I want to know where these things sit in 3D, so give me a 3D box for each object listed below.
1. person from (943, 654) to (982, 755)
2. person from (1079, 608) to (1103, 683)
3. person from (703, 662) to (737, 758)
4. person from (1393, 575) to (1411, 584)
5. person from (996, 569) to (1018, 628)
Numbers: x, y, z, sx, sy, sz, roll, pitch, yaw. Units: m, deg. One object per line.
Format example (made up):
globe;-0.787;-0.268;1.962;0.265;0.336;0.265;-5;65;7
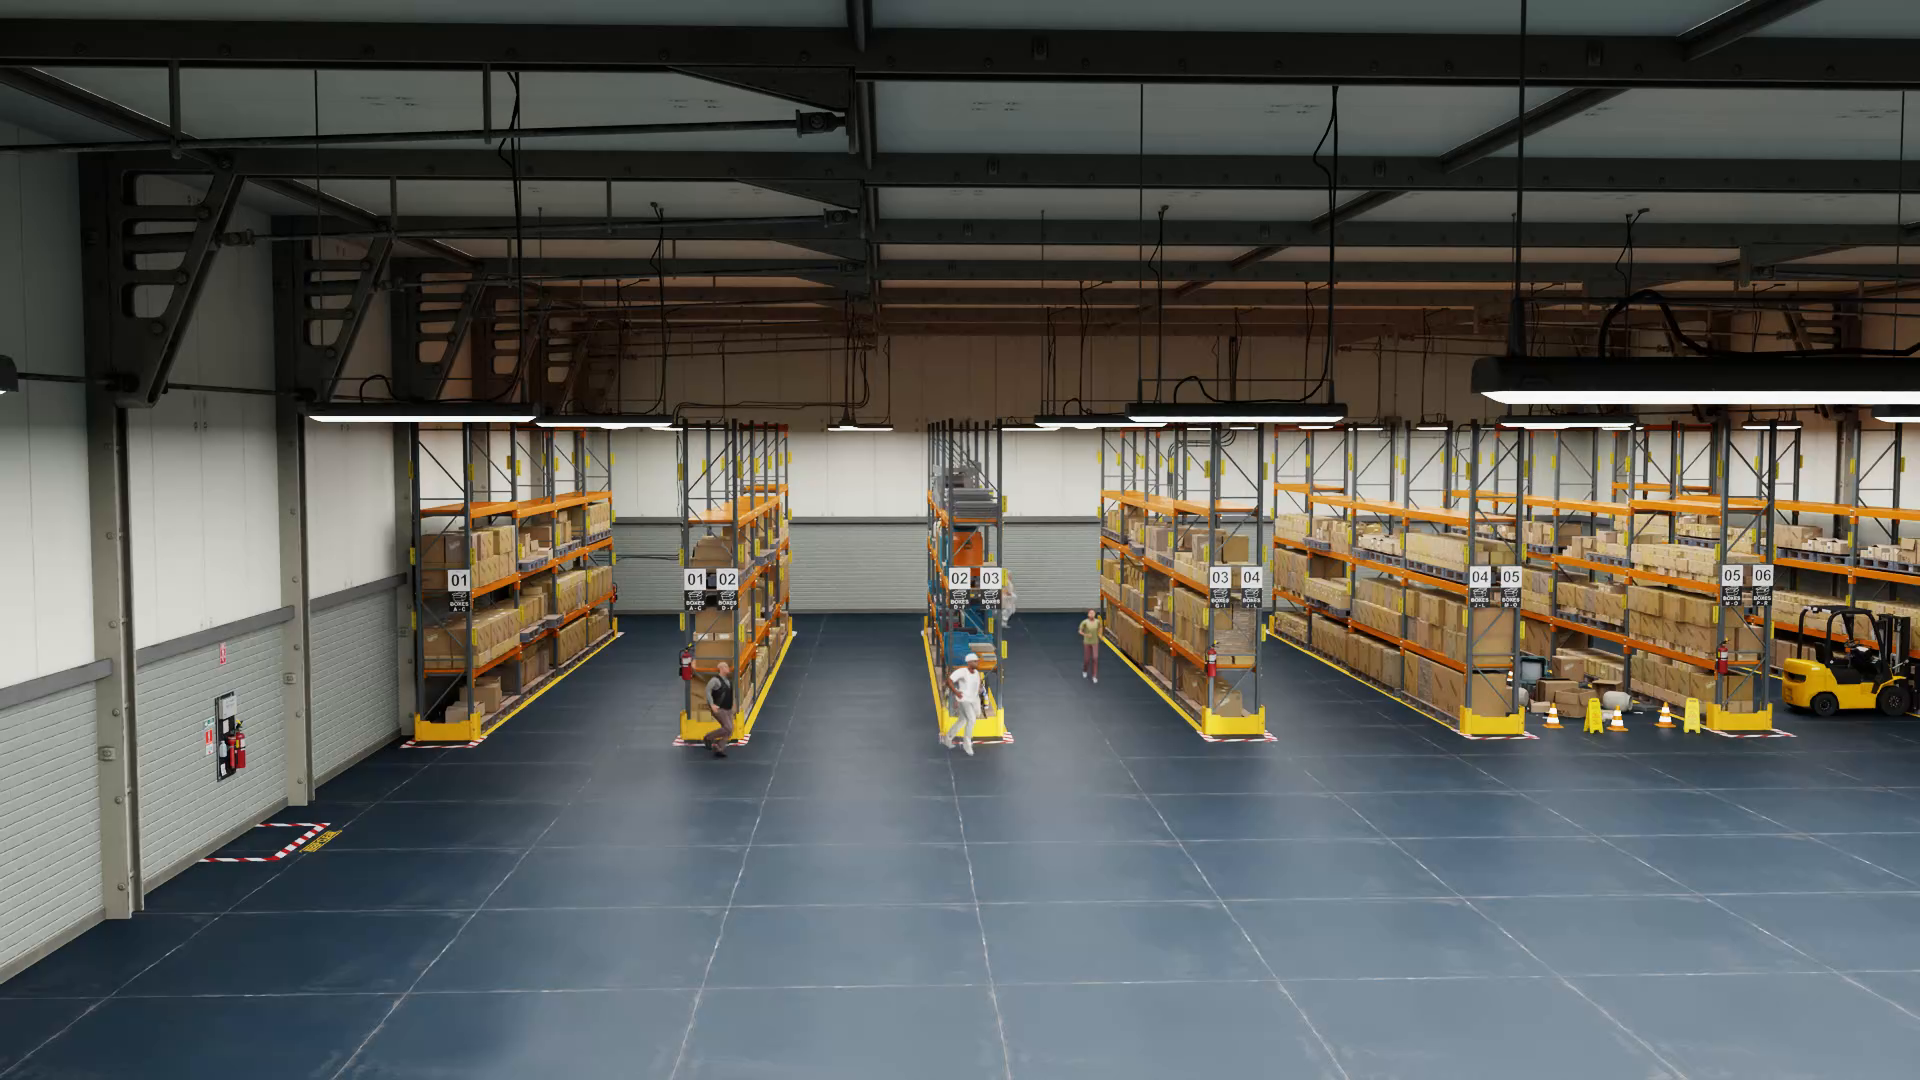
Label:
person;0.082;2.940;30.073;0.752;1.777;0.750;2;4;29
person;3.029;2.420;38.497;0.593;1.696;0.856;-1;4;-8
person;-4.214;3.006;29.584;0.537;1.653;0.682;2;4;25
person;12.951;1.677;49.259;0.735;1.835;0.654;-1;4;-10
person;1.394;1.725;48.960;0.671;1.743;0.677;1;4;10
